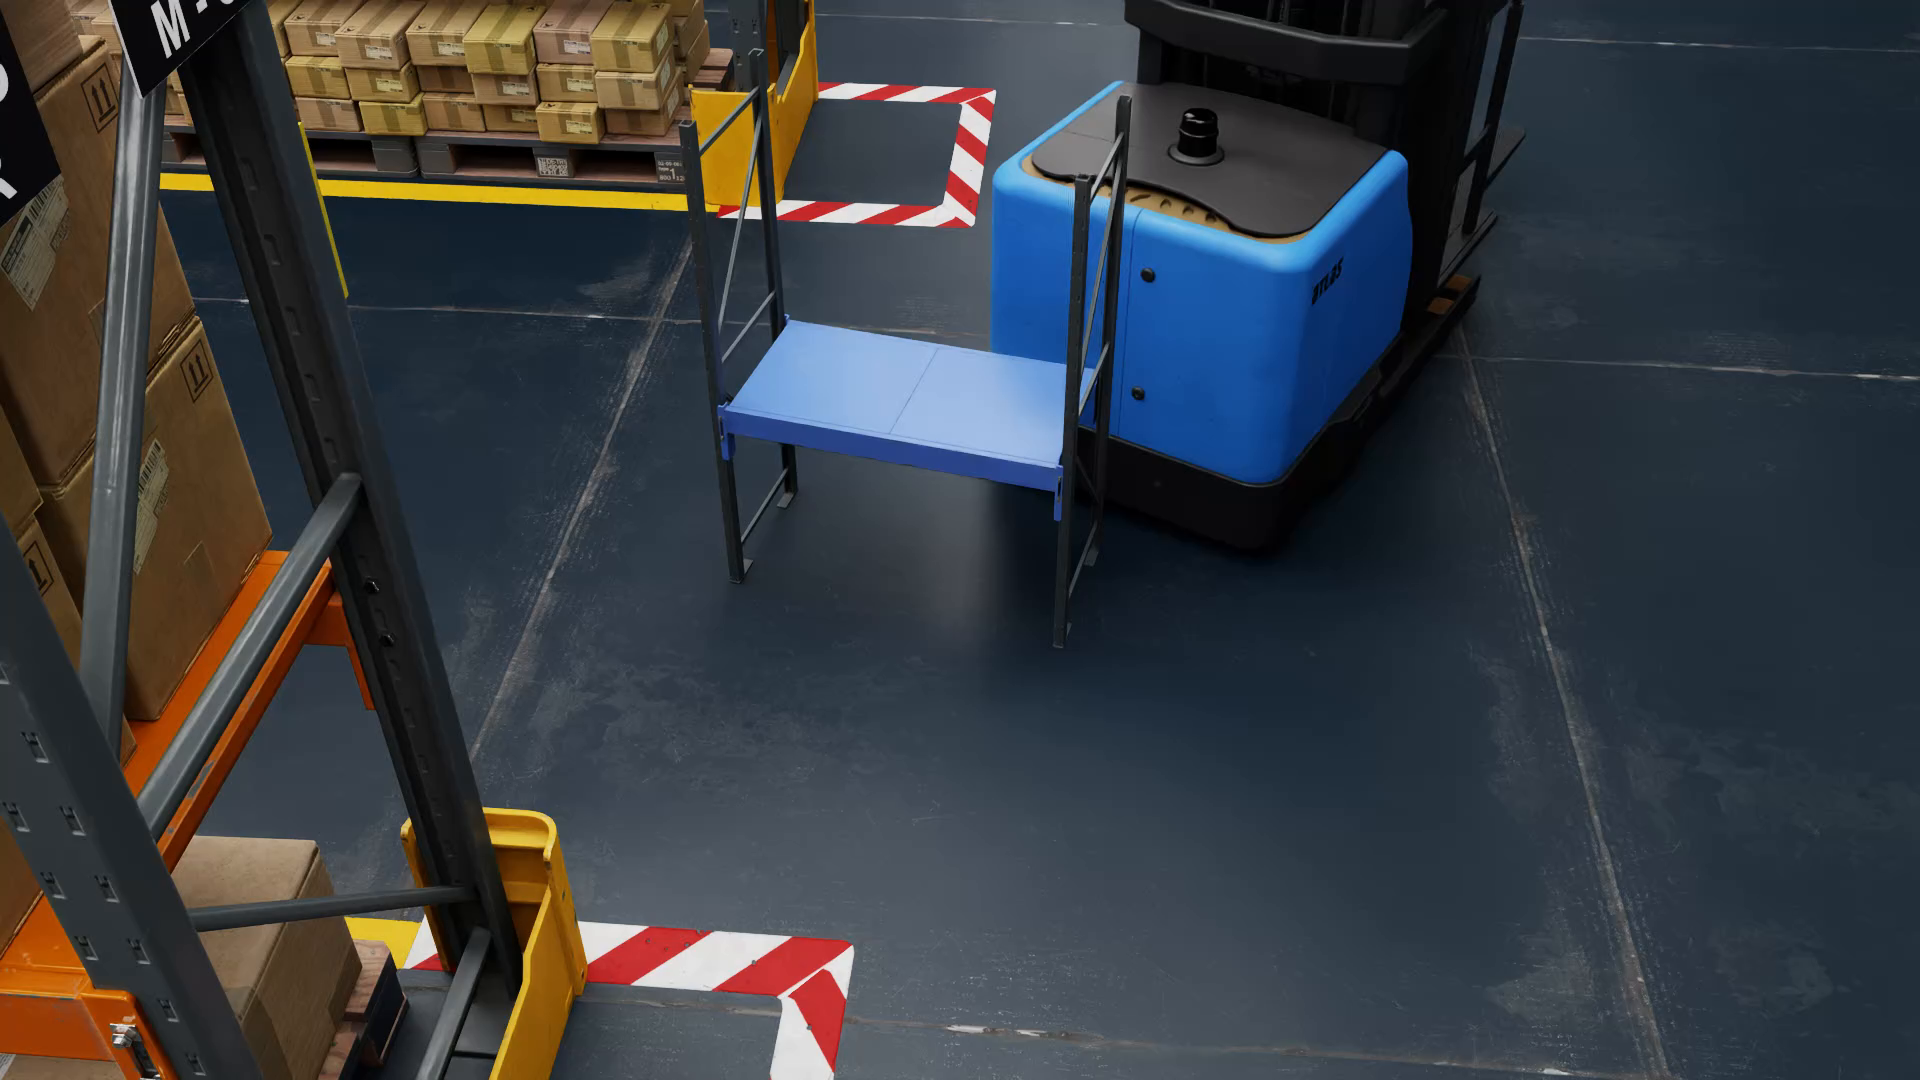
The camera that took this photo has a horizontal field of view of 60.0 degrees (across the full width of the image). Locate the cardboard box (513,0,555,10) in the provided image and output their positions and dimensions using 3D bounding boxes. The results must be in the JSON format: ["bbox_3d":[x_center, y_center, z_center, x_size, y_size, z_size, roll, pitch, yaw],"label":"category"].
[{"bbox_3d":[-1.821,-2.491,7.388,0.250,0.149,0.380,3,39,4],"label":"cardboard box"}]

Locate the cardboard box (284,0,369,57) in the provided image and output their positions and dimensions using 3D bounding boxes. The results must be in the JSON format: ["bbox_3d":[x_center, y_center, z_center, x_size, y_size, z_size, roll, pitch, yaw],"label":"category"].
[{"bbox_3d":[-2.645,-2.186,7.014,0.250,0.149,0.380,2,39,2],"label":"cardboard box"}]

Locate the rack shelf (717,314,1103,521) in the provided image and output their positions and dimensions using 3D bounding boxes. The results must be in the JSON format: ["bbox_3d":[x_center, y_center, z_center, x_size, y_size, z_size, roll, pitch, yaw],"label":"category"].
[{"bbox_3d":[-0.130,-0.368,4.799,1.000,0.185,0.538,11,40,13],"label":"rack shelf"}]

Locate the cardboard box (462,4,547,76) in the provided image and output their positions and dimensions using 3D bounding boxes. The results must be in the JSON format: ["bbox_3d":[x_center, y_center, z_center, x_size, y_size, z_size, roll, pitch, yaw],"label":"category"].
[{"bbox_3d":[-1.867,-2.068,6.869,0.250,0.149,0.380,2,39,3],"label":"cardboard box"}]

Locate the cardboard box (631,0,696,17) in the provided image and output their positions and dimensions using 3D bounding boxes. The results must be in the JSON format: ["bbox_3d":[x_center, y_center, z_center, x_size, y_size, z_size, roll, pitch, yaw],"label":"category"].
[{"bbox_3d":[-1.297,-2.457,7.347,0.250,0.149,0.380,1,39,2],"label":"cardboard box"}]

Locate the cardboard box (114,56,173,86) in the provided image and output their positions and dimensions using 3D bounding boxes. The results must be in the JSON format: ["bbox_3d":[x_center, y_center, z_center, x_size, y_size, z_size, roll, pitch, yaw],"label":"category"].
[{"bbox_3d":[-3.409,-2.102,7.146,0.250,0.149,0.380,5,39,6],"label":"cardboard box"}]

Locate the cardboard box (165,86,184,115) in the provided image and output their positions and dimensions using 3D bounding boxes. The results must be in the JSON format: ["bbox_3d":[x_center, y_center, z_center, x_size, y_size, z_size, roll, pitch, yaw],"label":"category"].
[{"bbox_3d":[-3.408,-2.010,7.269,0.250,0.149,0.380,2,39,2],"label":"cardboard box"}]

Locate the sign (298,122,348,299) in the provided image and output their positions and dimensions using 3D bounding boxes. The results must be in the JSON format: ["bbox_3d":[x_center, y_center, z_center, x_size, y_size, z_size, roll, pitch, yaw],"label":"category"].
[{"bbox_3d":[-1.076,-0.523,2.768,0.005,0.325,0.100,3,39,4],"label":"sign"}]

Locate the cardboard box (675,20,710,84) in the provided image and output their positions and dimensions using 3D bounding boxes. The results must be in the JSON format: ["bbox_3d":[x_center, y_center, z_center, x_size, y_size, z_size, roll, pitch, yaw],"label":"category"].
[{"bbox_3d":[-1.298,-2.214,7.520,0.250,0.149,0.380,4,39,5],"label":"cardboard box"}]

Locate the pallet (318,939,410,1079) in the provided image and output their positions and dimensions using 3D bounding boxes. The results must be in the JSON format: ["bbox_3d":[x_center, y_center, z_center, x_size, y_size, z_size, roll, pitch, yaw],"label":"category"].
[{"bbox_3d":[-1.934,1.279,3.512,1.213,0.211,1.003,3,39,4],"label":"pallet"}]

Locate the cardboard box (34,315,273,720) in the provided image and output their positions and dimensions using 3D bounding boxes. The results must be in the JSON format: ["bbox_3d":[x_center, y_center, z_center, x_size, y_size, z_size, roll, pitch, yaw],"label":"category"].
[{"bbox_3d":[-1.584,-0.054,2.861,0.500,0.500,0.500,3,39,3],"label":"cardboard box"}]

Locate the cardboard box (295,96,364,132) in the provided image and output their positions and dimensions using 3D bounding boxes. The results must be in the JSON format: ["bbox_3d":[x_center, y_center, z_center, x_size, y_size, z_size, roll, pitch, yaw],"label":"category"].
[{"bbox_3d":[-2.644,-1.908,7.143,0.250,0.149,0.380,4,39,5],"label":"cardboard box"}]

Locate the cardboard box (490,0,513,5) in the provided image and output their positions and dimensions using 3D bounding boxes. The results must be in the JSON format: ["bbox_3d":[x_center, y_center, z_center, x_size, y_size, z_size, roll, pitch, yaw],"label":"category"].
[{"bbox_3d":[-2.076,-2.452,7.341,0.250,0.149,0.380,1,39,2],"label":"cardboard box"}]

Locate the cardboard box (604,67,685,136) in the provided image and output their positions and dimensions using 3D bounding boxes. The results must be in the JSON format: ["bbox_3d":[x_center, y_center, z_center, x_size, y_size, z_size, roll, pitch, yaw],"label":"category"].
[{"bbox_3d":[-1.346,-1.882,7.111,0.250,0.149,0.380,4,39,5],"label":"cardboard box"}]

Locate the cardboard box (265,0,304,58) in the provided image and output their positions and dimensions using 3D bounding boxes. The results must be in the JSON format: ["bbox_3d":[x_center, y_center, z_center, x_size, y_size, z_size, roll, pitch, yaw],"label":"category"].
[{"bbox_3d":[-2.909,-2.182,7.010,0.250,0.149,0.380,3,39,4],"label":"cardboard box"}]

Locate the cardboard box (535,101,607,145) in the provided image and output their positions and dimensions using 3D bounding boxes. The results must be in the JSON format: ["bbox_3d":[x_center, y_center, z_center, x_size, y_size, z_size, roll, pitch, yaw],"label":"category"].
[{"bbox_3d":[-1.611,-1.832,7.050,0.250,0.149,0.380,4,39,5],"label":"cardboard box"}]

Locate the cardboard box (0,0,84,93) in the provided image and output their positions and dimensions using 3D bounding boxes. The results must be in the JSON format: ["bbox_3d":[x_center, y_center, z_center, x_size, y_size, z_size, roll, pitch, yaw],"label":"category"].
[{"bbox_3d":[-1.460,-0.680,2.324,0.250,0.149,0.380,4,39,5],"label":"cardboard box"}]

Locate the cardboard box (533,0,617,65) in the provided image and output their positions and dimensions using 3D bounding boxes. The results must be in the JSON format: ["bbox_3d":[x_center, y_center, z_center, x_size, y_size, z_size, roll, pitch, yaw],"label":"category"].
[{"bbox_3d":[-1.598,-2.134,6.950,0.250,0.149,0.380,4,39,5],"label":"cardboard box"}]

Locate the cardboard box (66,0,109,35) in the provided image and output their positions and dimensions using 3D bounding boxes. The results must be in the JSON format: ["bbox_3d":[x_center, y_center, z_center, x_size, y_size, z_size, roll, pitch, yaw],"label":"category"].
[{"bbox_3d":[-3.676,-2.249,7.091,0.250,0.149,0.380,2,39,3],"label":"cardboard box"}]

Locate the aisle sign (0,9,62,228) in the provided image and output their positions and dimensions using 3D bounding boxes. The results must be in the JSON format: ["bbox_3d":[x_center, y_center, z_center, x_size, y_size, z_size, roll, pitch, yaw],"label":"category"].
[{"bbox_3d":[-1.085,-0.618,1.573,0.004,0.787,0.394,3,39,4],"label":"aisle sign"}]

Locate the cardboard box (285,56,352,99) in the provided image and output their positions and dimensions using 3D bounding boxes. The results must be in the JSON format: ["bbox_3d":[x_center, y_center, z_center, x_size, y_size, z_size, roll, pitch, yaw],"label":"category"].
[{"bbox_3d":[-2.643,-2.022,7.048,0.250,0.149,0.380,5,39,6],"label":"cardboard box"}]

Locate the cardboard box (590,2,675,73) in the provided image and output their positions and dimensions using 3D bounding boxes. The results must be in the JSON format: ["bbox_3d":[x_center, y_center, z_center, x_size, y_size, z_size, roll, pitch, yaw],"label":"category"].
[{"bbox_3d":[-1.353,-2.084,6.889,0.250,0.149,0.380,4,39,4],"label":"cardboard box"}]

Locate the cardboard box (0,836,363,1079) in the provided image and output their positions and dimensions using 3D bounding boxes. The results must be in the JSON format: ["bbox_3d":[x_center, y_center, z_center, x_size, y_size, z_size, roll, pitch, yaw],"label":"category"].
[{"bbox_3d":[-1.796,1.050,3.281,0.875,0.438,0.875,2,39,2],"label":"cardboard box"}]

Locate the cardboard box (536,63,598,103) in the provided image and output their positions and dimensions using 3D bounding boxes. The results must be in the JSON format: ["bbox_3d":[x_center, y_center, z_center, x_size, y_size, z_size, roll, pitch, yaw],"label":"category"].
[{"bbox_3d":[-1.610,-1.997,7.017,0.250,0.149,0.380,2,39,3],"label":"cardboard box"}]

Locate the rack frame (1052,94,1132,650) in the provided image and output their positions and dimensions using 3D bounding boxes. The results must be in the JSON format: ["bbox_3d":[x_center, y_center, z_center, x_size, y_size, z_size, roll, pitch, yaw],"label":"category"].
[{"bbox_3d":[0.357,-0.415,4.572,0.032,1.500,0.500,11,40,13],"label":"rack frame"}]

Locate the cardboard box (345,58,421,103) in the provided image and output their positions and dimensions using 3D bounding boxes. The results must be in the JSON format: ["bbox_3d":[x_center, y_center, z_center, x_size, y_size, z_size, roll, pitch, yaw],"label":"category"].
[{"bbox_3d":[-2.389,-1.996,7.016,0.250,0.149,0.380,4,39,5],"label":"cardboard box"}]

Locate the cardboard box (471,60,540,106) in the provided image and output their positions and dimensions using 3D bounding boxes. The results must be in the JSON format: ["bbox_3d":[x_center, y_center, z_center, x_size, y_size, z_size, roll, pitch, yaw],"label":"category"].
[{"bbox_3d":[-1.872,-1.976,6.991,0.250,0.149,0.380,2,39,2],"label":"cardboard box"}]

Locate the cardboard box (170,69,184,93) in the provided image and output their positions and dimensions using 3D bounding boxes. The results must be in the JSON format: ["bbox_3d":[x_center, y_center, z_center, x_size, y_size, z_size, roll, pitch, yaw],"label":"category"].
[{"bbox_3d":[-3.163,-2.049,7.081,0.250,0.149,0.380,3,39,3],"label":"cardboard box"}]

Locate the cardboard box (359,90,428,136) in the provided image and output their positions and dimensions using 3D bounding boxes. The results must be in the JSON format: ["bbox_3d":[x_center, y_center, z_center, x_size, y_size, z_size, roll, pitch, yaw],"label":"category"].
[{"bbox_3d":[-2.374,-1.880,7.109,0.250,0.149,0.380,1,39,2],"label":"cardboard box"}]

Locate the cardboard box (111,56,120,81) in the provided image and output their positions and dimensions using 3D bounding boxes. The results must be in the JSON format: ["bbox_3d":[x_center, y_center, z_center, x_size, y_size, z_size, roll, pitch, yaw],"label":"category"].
[{"bbox_3d":[-3.681,-2.132,7.183,0.250,0.149,0.380,1,39,2],"label":"cardboard box"}]

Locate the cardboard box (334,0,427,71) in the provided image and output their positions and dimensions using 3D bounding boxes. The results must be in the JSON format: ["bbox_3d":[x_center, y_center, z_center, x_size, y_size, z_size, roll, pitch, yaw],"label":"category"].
[{"bbox_3d":[-2.392,-2.102,6.911,0.250,0.149,0.380,5,39,6],"label":"cardboard box"}]

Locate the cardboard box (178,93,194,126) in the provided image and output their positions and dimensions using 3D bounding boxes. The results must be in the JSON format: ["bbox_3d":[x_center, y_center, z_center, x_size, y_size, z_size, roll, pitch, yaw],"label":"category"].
[{"bbox_3d":[-3.158,-1.935,7.177,0.250,0.149,0.380,2,39,3],"label":"cardboard box"}]

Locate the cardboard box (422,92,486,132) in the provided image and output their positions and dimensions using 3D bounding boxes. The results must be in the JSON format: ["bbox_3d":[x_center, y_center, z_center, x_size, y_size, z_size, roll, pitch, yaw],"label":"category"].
[{"bbox_3d":[-2.114,-1.906,7.141,0.250,0.149,0.380,4,39,4],"label":"cardboard box"}]

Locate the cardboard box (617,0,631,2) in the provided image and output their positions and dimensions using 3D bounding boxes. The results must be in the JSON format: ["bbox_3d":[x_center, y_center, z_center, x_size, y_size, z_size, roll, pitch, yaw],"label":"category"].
[{"bbox_3d":[-1.582,-2.396,7.272,0.250,0.149,0.380,4,39,5],"label":"cardboard box"}]

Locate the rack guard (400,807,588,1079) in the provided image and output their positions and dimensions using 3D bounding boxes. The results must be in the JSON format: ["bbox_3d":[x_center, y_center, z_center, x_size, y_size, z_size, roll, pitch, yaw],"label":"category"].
[{"bbox_3d":[-1.106,1.163,3.426,0.348,0.500,1.175,3,39,4],"label":"rack guard"}]

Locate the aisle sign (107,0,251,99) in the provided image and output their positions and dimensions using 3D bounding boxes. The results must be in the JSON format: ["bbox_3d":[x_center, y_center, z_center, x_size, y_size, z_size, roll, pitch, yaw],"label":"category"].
[{"bbox_3d":[-1.034,-0.995,2.037,0.004,0.787,0.394,3,39,4],"label":"aisle sign"}]

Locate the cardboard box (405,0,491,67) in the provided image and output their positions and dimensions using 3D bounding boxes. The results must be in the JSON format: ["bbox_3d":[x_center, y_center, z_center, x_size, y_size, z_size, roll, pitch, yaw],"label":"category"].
[{"bbox_3d":[-2.120,-2.122,6.936,0.250,0.149,0.380,2,39,2],"label":"cardboard box"}]

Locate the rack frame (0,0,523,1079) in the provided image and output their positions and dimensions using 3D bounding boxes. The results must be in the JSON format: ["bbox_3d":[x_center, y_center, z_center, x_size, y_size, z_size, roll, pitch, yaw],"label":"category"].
[{"bbox_3d":[-1.130,0.192,2.638,0.127,3.000,1.000,3,39,4],"label":"rack frame"}]

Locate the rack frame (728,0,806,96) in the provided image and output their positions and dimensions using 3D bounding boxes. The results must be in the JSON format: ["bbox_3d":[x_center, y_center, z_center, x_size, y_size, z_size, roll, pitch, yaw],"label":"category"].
[{"bbox_3d":[-0.804,-2.927,6.470,0.127,3.000,1.000,3,39,4],"label":"rack frame"}]

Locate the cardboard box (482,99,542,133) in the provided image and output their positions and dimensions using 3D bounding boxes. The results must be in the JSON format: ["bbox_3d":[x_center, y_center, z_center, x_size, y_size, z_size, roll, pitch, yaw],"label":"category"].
[{"bbox_3d":[-1.867,-1.900,7.134,0.250,0.149,0.380,3,39,4],"label":"cardboard box"}]

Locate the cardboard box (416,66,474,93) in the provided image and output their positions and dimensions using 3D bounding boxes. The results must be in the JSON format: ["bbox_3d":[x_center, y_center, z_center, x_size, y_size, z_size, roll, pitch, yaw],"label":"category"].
[{"bbox_3d":[-2.131,-2.055,7.089,0.250,0.149,0.380,3,39,3],"label":"cardboard box"}]

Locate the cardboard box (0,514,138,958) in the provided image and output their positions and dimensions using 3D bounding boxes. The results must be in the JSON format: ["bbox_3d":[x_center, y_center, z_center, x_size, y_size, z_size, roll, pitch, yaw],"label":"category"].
[{"bbox_3d":[-1.634,0.293,2.434,0.500,0.500,0.500,3,39,4],"label":"cardboard box"}]

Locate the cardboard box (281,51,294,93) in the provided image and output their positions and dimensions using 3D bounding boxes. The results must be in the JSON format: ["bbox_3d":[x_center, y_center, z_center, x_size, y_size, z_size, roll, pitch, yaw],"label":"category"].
[{"bbox_3d":[-2.920,-2.019,7.045,0.250,0.149,0.380,4,39,4],"label":"cardboard box"}]

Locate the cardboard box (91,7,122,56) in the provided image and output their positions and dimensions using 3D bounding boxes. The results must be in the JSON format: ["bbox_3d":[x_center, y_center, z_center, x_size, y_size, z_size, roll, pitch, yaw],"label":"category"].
[{"bbox_3d":[-3.430,-2.183,7.011,0.250,0.149,0.380,4,39,5],"label":"cardboard box"}]

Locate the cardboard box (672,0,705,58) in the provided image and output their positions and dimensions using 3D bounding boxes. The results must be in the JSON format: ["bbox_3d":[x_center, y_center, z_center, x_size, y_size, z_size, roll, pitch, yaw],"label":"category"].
[{"bbox_3d":[-1.304,-2.289,7.377,0.250,0.149,0.380,5,39,6],"label":"cardboard box"}]

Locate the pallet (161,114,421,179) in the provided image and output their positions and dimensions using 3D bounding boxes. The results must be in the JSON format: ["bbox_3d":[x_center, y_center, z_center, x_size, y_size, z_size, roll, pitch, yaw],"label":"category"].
[{"bbox_3d":[-2.898,-1.984,7.520,1.213,0.211,1.003,3,39,4],"label":"pallet"}]

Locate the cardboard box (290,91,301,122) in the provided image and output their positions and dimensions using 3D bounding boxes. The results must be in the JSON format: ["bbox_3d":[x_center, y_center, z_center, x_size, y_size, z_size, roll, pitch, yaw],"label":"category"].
[{"bbox_3d":[-2.890,-1.969,7.218,0.250,0.149,0.380,4,39,5],"label":"cardboard box"}]

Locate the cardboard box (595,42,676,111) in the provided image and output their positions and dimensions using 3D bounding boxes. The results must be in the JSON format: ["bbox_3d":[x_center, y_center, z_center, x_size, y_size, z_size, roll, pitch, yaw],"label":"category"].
[{"bbox_3d":[-1.354,-1.949,6.958,0.250,0.149,0.380,2,39,3],"label":"cardboard box"}]

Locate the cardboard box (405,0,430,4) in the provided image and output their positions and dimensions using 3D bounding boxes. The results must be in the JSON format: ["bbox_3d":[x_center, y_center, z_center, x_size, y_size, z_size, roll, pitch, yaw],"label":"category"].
[{"bbox_3d":[-2.351,-2.473,7.367,0.250,0.149,0.380,5,39,6],"label":"cardboard box"}]

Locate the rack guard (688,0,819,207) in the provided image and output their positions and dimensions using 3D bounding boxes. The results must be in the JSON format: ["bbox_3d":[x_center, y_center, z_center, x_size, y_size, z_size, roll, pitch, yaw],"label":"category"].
[{"bbox_3d":[-0.880,-1.962,7.264,0.348,0.500,1.175,3,39,4],"label":"rack guard"}]

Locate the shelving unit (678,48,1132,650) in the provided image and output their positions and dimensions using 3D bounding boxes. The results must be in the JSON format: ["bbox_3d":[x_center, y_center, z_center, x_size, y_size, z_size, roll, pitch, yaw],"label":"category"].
[{"bbox_3d":[-0.130,-0.507,4.685,1.048,1.500,0.538,11,40,13],"label":"shelving unit"}]

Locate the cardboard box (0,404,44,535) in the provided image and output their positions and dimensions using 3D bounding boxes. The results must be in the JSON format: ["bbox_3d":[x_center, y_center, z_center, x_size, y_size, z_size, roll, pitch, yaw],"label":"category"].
[{"bbox_3d":[-1.631,-0.111,2.139,0.500,0.500,0.500,4,39,5],"label":"cardboard box"}]

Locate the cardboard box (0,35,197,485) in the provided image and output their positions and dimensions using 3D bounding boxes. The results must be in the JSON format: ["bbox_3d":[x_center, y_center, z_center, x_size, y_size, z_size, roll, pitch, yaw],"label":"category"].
[{"bbox_3d":[-1.584,-0.440,2.543,0.500,0.500,0.500,2,39,3],"label":"cardboard box"}]

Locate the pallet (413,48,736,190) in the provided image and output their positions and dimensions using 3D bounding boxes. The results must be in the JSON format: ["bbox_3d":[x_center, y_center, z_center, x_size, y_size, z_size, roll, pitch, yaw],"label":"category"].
[{"bbox_3d":[-1.686,-1.916,7.437,1.213,0.211,1.003,3,39,4],"label":"pallet"}]

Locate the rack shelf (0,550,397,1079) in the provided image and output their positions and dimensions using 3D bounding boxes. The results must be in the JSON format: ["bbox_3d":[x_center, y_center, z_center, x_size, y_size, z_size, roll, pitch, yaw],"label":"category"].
[{"bbox_3d":[-3.123,0.362,2.999,4.000,0.370,1.077,3,39,4],"label":"rack shelf"}]

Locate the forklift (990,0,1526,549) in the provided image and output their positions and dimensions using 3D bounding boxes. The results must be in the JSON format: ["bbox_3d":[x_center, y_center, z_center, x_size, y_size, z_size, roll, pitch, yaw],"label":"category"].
[{"bbox_3d":[1.296,-2.012,5.400,1.130,2.935,3.031,22,44,25],"label":"forklift"}]

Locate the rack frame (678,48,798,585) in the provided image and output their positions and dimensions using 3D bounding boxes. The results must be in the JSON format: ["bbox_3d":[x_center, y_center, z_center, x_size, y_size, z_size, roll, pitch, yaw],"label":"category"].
[{"bbox_3d":[-0.617,-0.599,4.798,0.032,1.500,0.500,11,40,13],"label":"rack frame"}]
